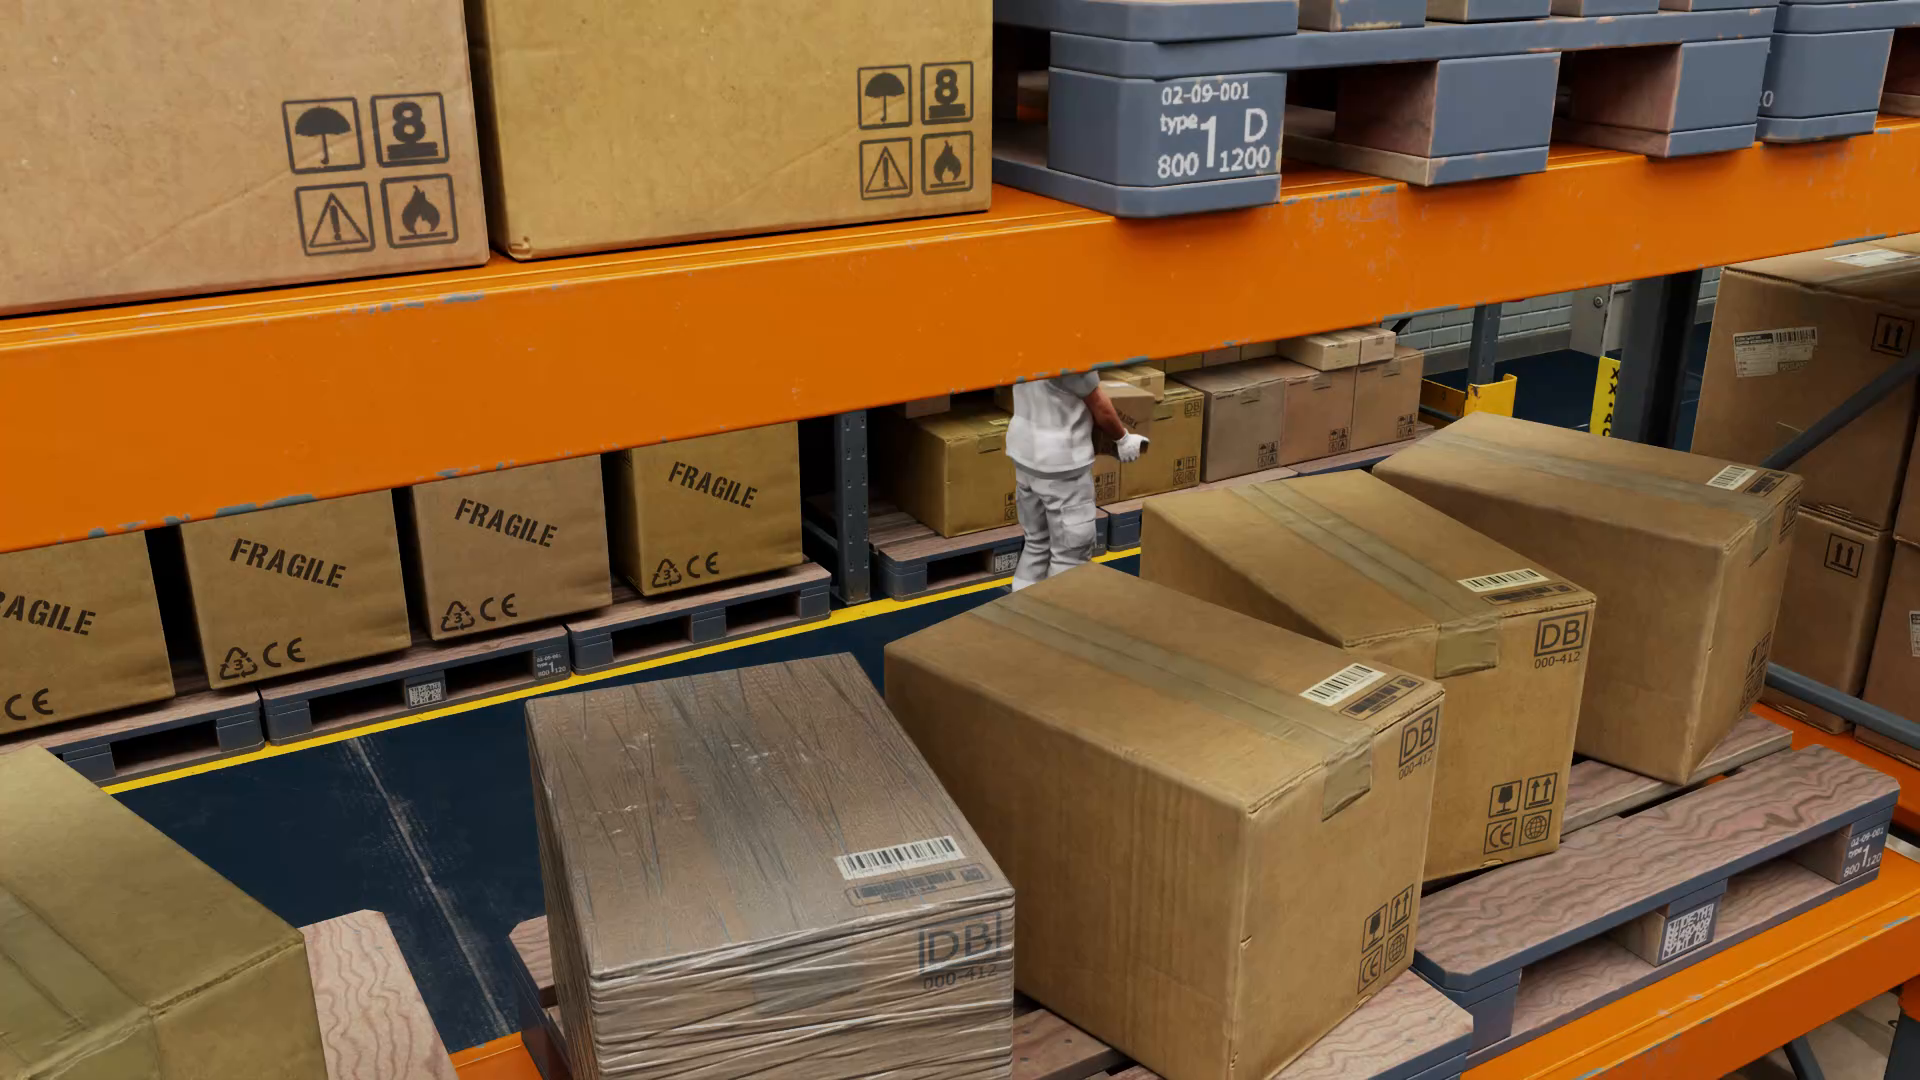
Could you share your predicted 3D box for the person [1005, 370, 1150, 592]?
[{"bbox_3d":[0.466,-0.331,6.896,0.566,1.784,0.494,-12,24,-27],"label":"person"}]
